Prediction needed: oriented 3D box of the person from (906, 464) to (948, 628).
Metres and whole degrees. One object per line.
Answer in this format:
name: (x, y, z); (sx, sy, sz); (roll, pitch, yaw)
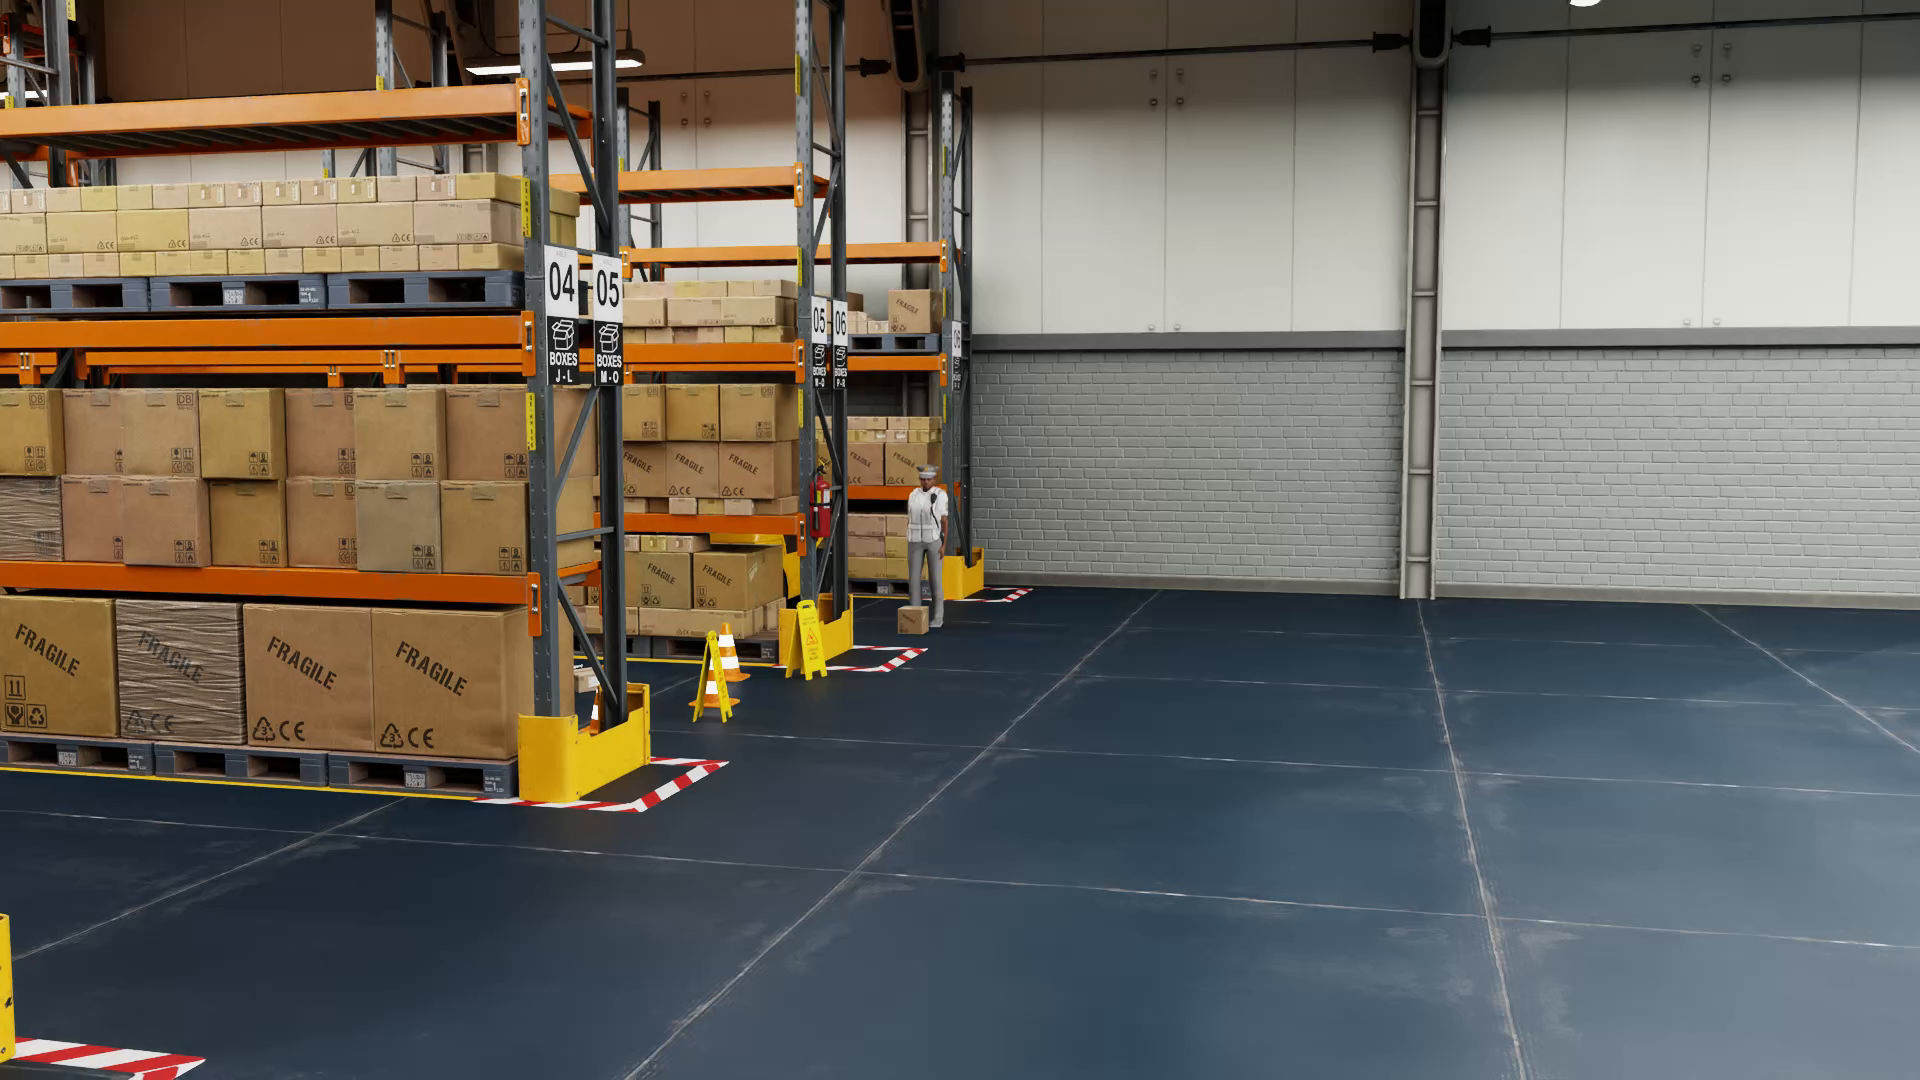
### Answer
person: (-0.333, 0.059, 16.927); (0.438, 1.659, 0.341); (1, 5, 15)
